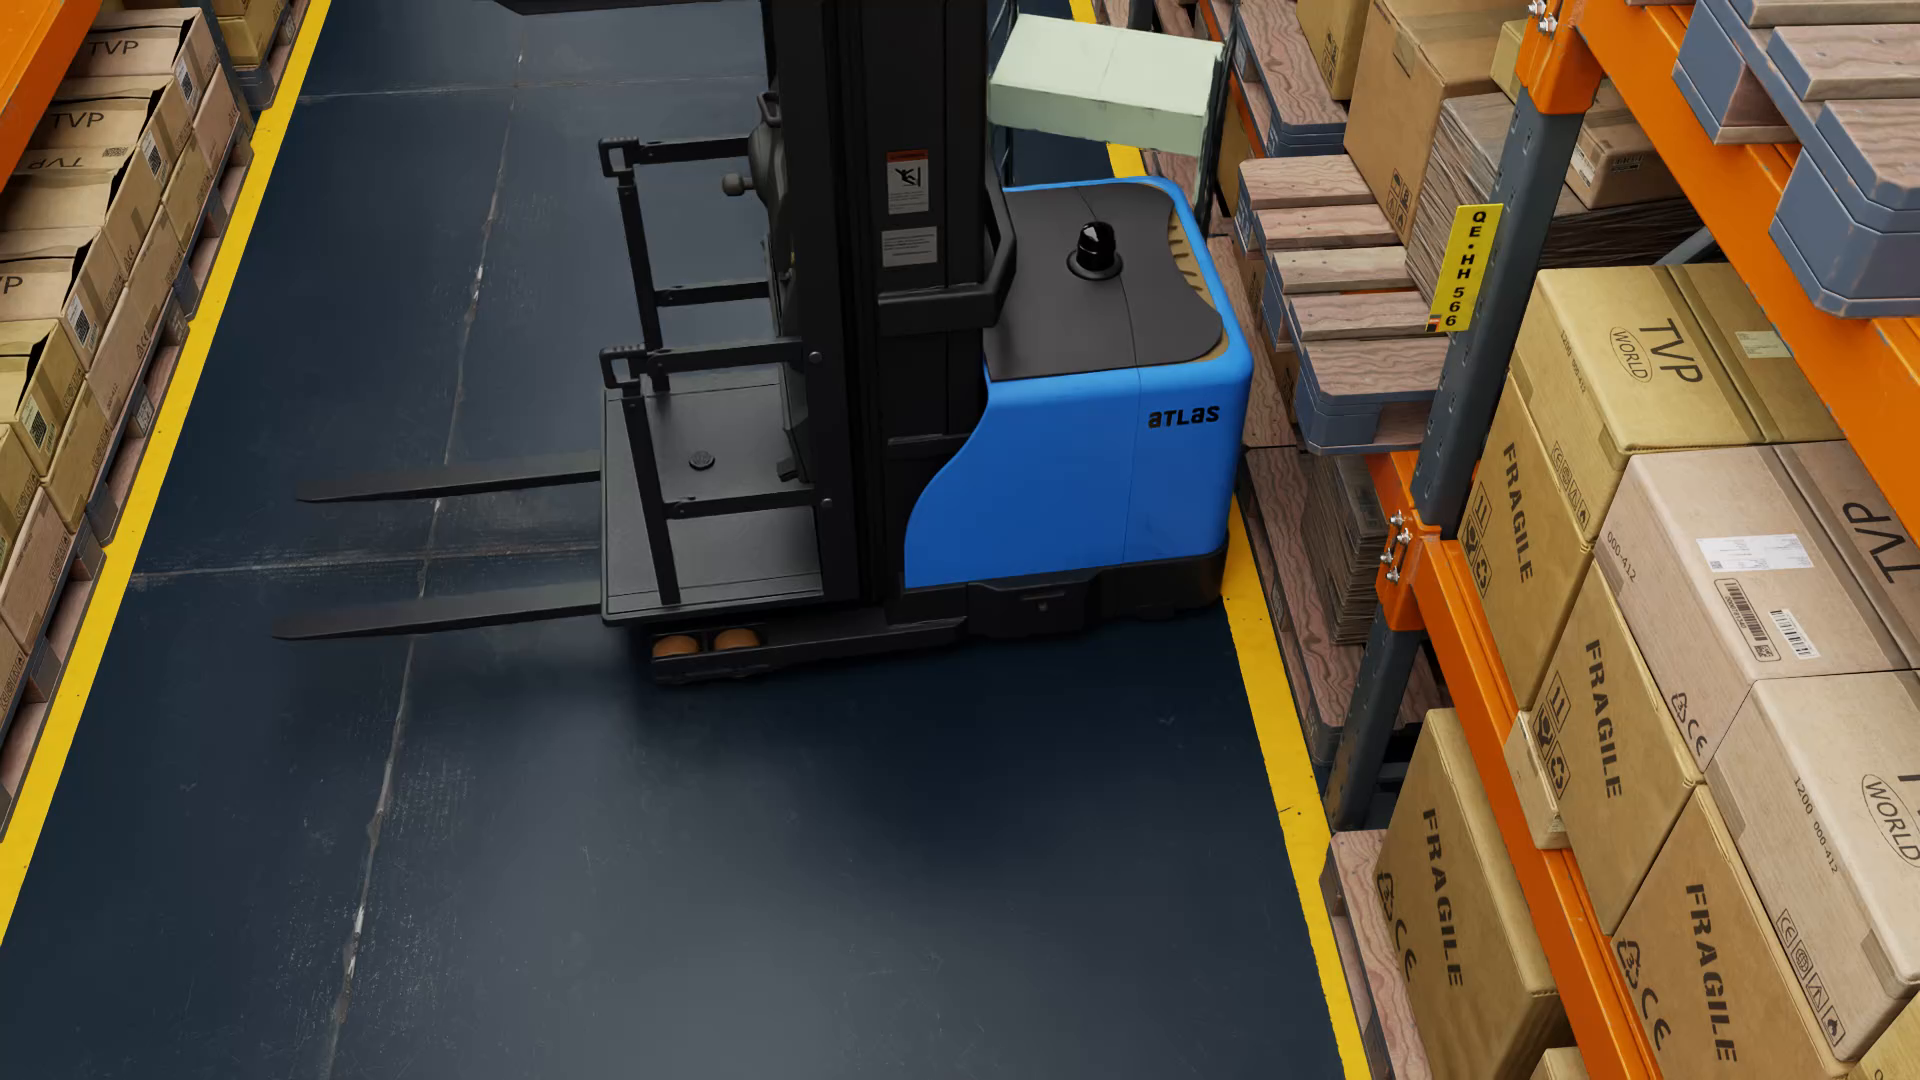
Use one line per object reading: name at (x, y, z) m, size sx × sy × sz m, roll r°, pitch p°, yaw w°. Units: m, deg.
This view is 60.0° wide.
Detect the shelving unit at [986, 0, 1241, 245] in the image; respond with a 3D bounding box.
shelving unit at (0.482, -1.190, 5.784) m, size 0.755 × 1.500 × 0.431 m, roll 12°, pitch 52°, yaw 10°

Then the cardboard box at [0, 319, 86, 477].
cardboard box at (-3.185, -0.466, 5.344) m, size 0.500 × 0.311 × 0.500 m, roll -5°, pitch 47°, yaw -4°

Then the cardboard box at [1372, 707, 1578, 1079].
cardboard box at (1.526, 0.902, 4.021) m, size 0.750 × 0.750 × 0.750 m, roll -4°, pitch 47°, yaw -4°

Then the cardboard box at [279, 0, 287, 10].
cardboard box at (-3.450, -2.738, 7.882) m, size 0.500 × 0.250 × 0.500 m, roll -3°, pitch 47°, yaw -3°

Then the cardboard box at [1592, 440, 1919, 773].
cardboard box at (1.422, 0.099, 2.787) m, size 0.500 × 0.250 × 0.500 m, roll -4°, pitch 47°, yaw -4°

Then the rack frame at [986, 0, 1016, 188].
rack frame at (0.129, -1.262, 5.846) m, size 0.023 × 1.500 × 0.400 m, roll 12°, pitch 52°, yaw 10°

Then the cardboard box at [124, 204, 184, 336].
cardboard box at (-3.269, -1.004, 6.239) m, size 0.500 × 0.250 × 0.500 m, roll -3°, pitch 47°, yaw -2°

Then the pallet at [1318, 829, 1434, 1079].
pallet at (1.586, 1.301, 4.373) m, size 1.003 × 0.211 × 1.213 m, roll -3°, pitch 47°, yaw -3°

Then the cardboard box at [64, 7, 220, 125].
cardboard box at (-3.357, -1.939, 6.739) m, size 0.500 × 0.311 × 0.500 m, roll -3°, pitch 47°, yaw -3°

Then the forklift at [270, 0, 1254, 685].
forklift at (-0.695, -0.960, 4.640) m, size 3.031 × 2.935 × 1.130 m, roll -6°, pitch 47°, yaw -6°

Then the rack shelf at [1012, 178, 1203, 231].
rack shelf at (0.484, -0.982, 6.035) m, size 0.720 × 0.370 × 0.431 m, roll 12°, pitch 52°, yaw 10°

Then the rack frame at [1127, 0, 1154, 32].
rack frame at (1.260, -3.127, 6.646) m, size 1.000 × 3.000 × 0.127 m, roll -3°, pitch 47°, yaw -3°

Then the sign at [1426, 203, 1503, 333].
sign at (1.055, -0.564, 3.475) m, size 0.100 × 0.325 × 0.005 m, roll -3°, pitch 47°, yaw -3°

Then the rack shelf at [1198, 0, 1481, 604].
rack shelf at (1.427, -1.433, 5.536) m, size 1.077 × 0.370 × 4.000 m, roll -3°, pitch 47°, yaw -3°

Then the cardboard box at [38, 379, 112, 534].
cardboard box at (-3.185, -0.264, 5.539) m, size 0.500 × 0.250 × 0.500 m, roll -5°, pitch 47°, yaw -4°

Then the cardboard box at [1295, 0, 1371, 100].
cardboard box at (1.419, -1.658, 4.883) m, size 0.700 × 0.500 × 0.500 m, roll -3°, pitch 47°, yaw -3°

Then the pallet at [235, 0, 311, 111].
pallet at (-3.701, -2.442, 7.918) m, size 1.003 × 0.211 × 1.213 m, roll -3°, pitch 47°, yaw -3°

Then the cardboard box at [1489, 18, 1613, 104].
cardboard box at (1.494, -1.121, 3.927) m, size 0.380 × 0.149 × 0.250 m, roll -11°, pitch 47°, yaw -10°

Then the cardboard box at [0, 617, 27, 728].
cardboard box at (-3.092, 0.475, 4.839) m, size 0.500 × 0.250 × 0.500 m, roll -4°, pitch 47°, yaw -3°

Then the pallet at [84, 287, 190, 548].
pallet at (-3.470, -0.449, 6.030) m, size 1.003 × 0.211 × 1.213 m, roll -3°, pitch 47°, yaw -3°

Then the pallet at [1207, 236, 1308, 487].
pallet at (1.432, -0.720, 6.287) m, size 1.003 × 0.211 × 1.213 m, roll -3°, pitch 47°, yaw -3°

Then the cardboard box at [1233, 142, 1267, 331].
cardboard box at (1.434, -1.145, 6.187) m, size 0.700 × 0.500 × 0.500 m, roll -3°, pitch 47°, yaw -3°

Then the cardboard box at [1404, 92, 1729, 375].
cardboard box at (1.545, -0.758, 4.030) m, size 0.700 × 0.500 × 0.500 m, roll -8°, pitch 47°, yaw -8°

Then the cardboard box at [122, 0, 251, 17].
cardboard box at (-3.403, -2.635, 7.267) m, size 0.500 × 0.500 × 0.500 m, roll -3°, pitch 47°, yaw -3°

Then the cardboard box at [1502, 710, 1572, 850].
cardboard box at (1.342, 0.479, 3.390) m, size 0.380 × 0.149 × 0.250 m, roll -2°, pitch 47°, yaw -2°

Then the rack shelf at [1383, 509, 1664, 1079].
rack shelf at (1.762, 1.461, 2.795) m, size 1.077 × 0.370 × 4.000 m, roll -3°, pitch 47°, yaw -3°

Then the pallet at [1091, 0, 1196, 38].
pallet at (1.168, -2.652, 8.116) m, size 1.003 × 0.211 × 1.213 m, roll -3°, pitch 47°, yaw -3°

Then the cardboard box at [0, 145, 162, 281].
cardboard box at (-3.267, -1.202, 6.041) m, size 0.500 × 0.311 × 0.500 m, roll -4°, pitch 47°, yaw -3°

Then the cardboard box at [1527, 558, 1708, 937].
cardboard box at (1.415, 0.370, 3.046) m, size 0.500 × 0.500 × 0.500 m, roll -2°, pitch 47°, yaw -2°

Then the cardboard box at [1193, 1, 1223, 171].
cardboard box at (1.338, -1.887, 6.890) m, size 0.700 × 0.500 × 0.500 m, roll -2°, pitch 47°, yaw -2°

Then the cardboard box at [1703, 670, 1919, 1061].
cardboard box at (1.467, 0.460, 2.444) m, size 0.500 × 0.250 × 0.500 m, roll -3°, pitch 47°, yaw -3°

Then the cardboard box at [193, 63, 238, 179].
cardboard box at (-3.353, -1.740, 6.936) m, size 0.500 × 0.250 × 0.500 m, roll -4°, pitch 47°, yaw -4°

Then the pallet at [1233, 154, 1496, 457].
pallet at (1.429, -0.676, 4.457) m, size 1.213 × 0.211 × 1.003 m, roll -3°, pitch 47°, yaw -3°

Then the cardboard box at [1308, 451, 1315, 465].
cardboard box at (1.555, -0.422, 5.503) m, size 0.700 × 0.500 × 0.500 m, roll -4°, pitch 47°, yaw -3°
